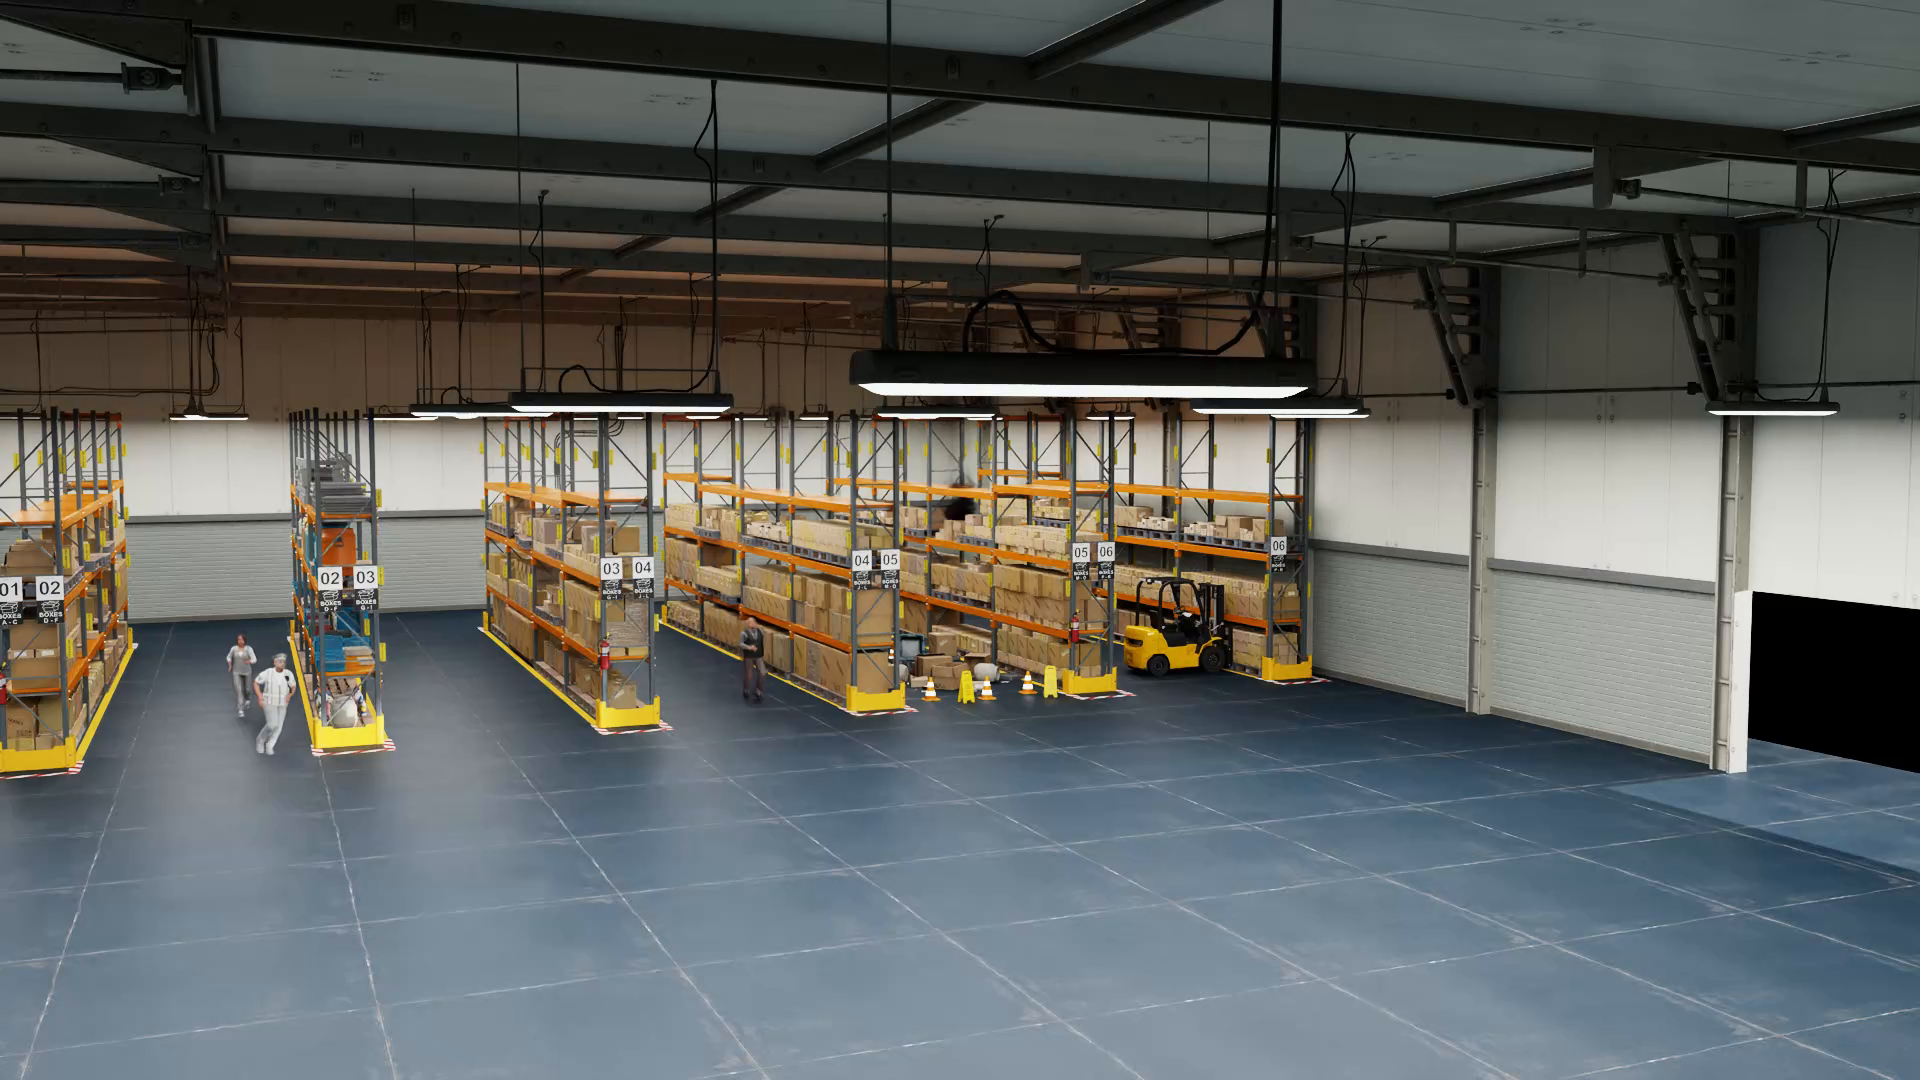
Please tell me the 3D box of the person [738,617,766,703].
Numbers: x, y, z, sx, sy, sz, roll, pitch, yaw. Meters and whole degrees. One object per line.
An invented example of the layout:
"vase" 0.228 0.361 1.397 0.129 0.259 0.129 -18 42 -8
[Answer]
"person" -4.281 2.474 34.347 0.658 1.766 0.734 -2 4 -27

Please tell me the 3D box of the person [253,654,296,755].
"person" -11.845 2.852 28.852 0.685 1.760 0.571 -4 6 -45

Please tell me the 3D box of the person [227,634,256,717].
"person" -14.090 2.639 32.625 0.543 1.556 0.878 -2 4 -22
